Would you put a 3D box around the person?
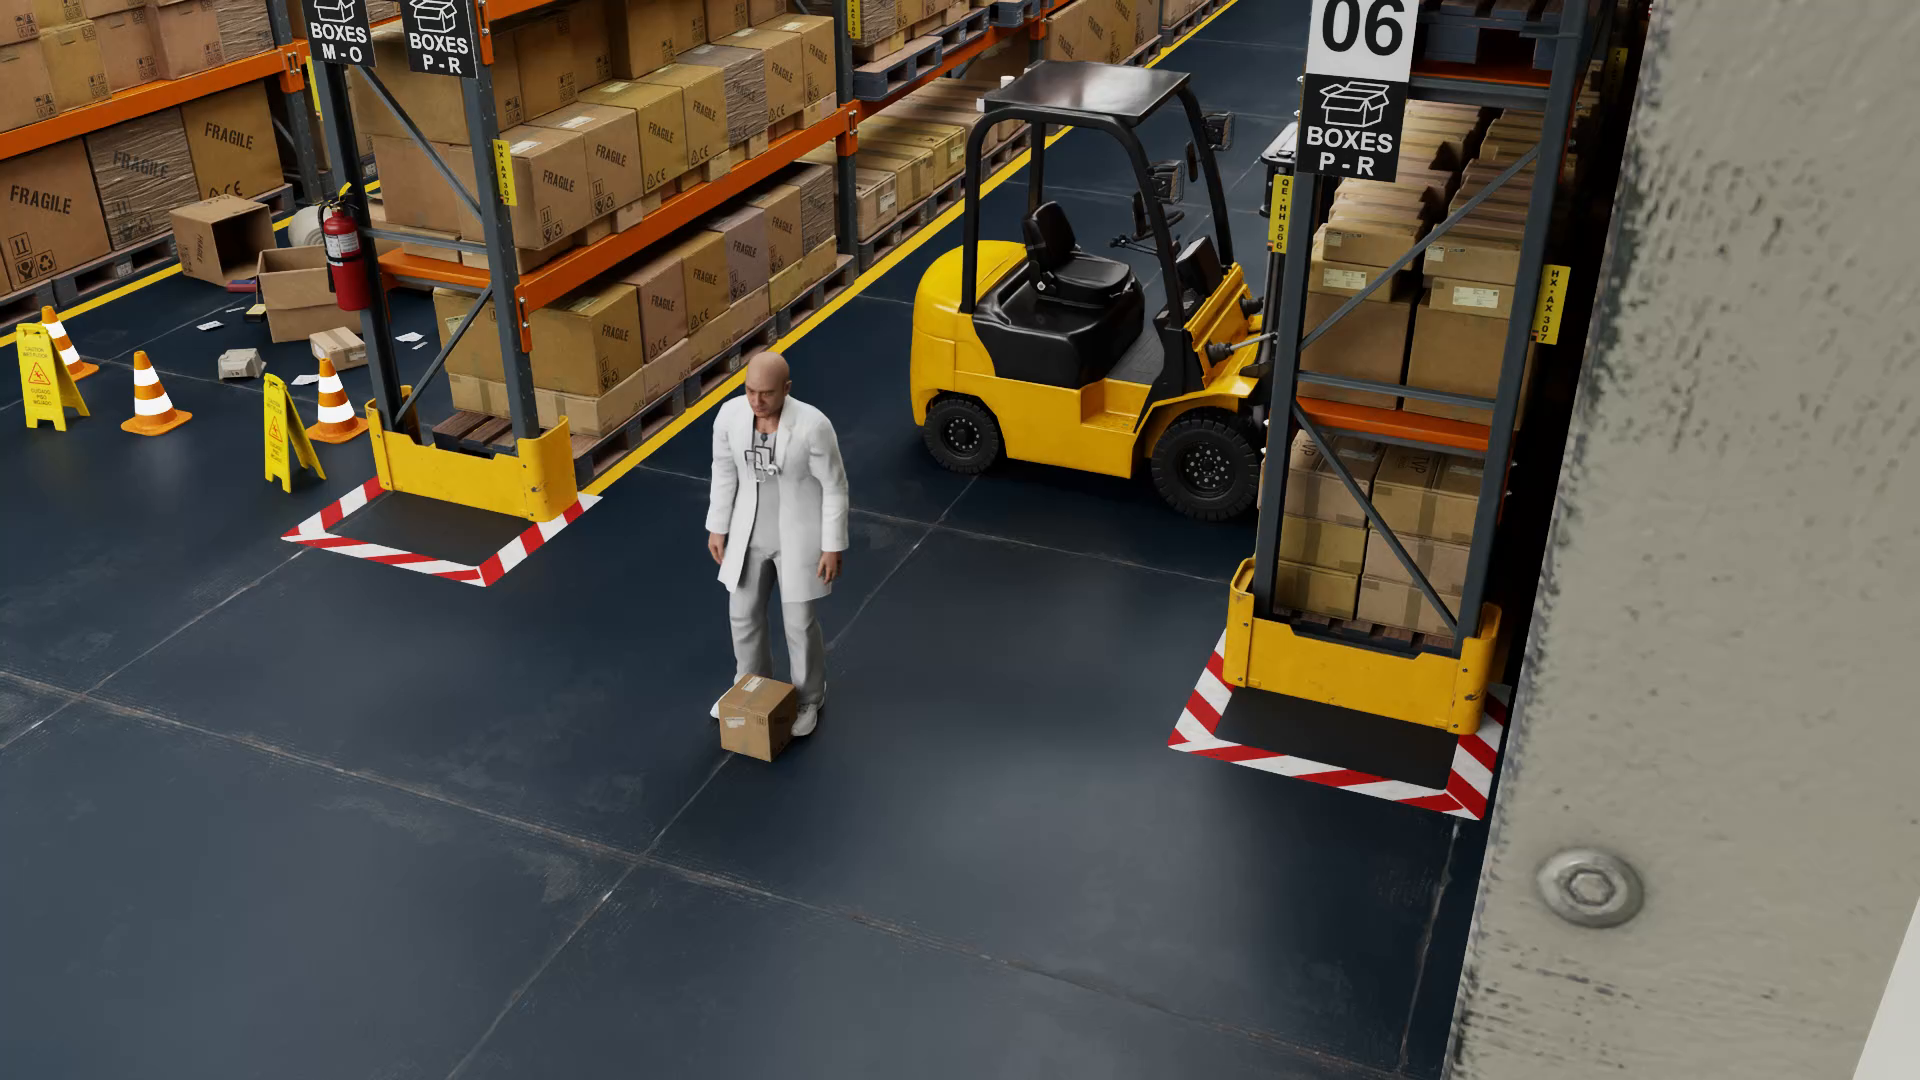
[{"bbox_3d":[-0.784,0.002,7.139,0.653,1.774,0.424,9,31,16],"label":"person"}]
